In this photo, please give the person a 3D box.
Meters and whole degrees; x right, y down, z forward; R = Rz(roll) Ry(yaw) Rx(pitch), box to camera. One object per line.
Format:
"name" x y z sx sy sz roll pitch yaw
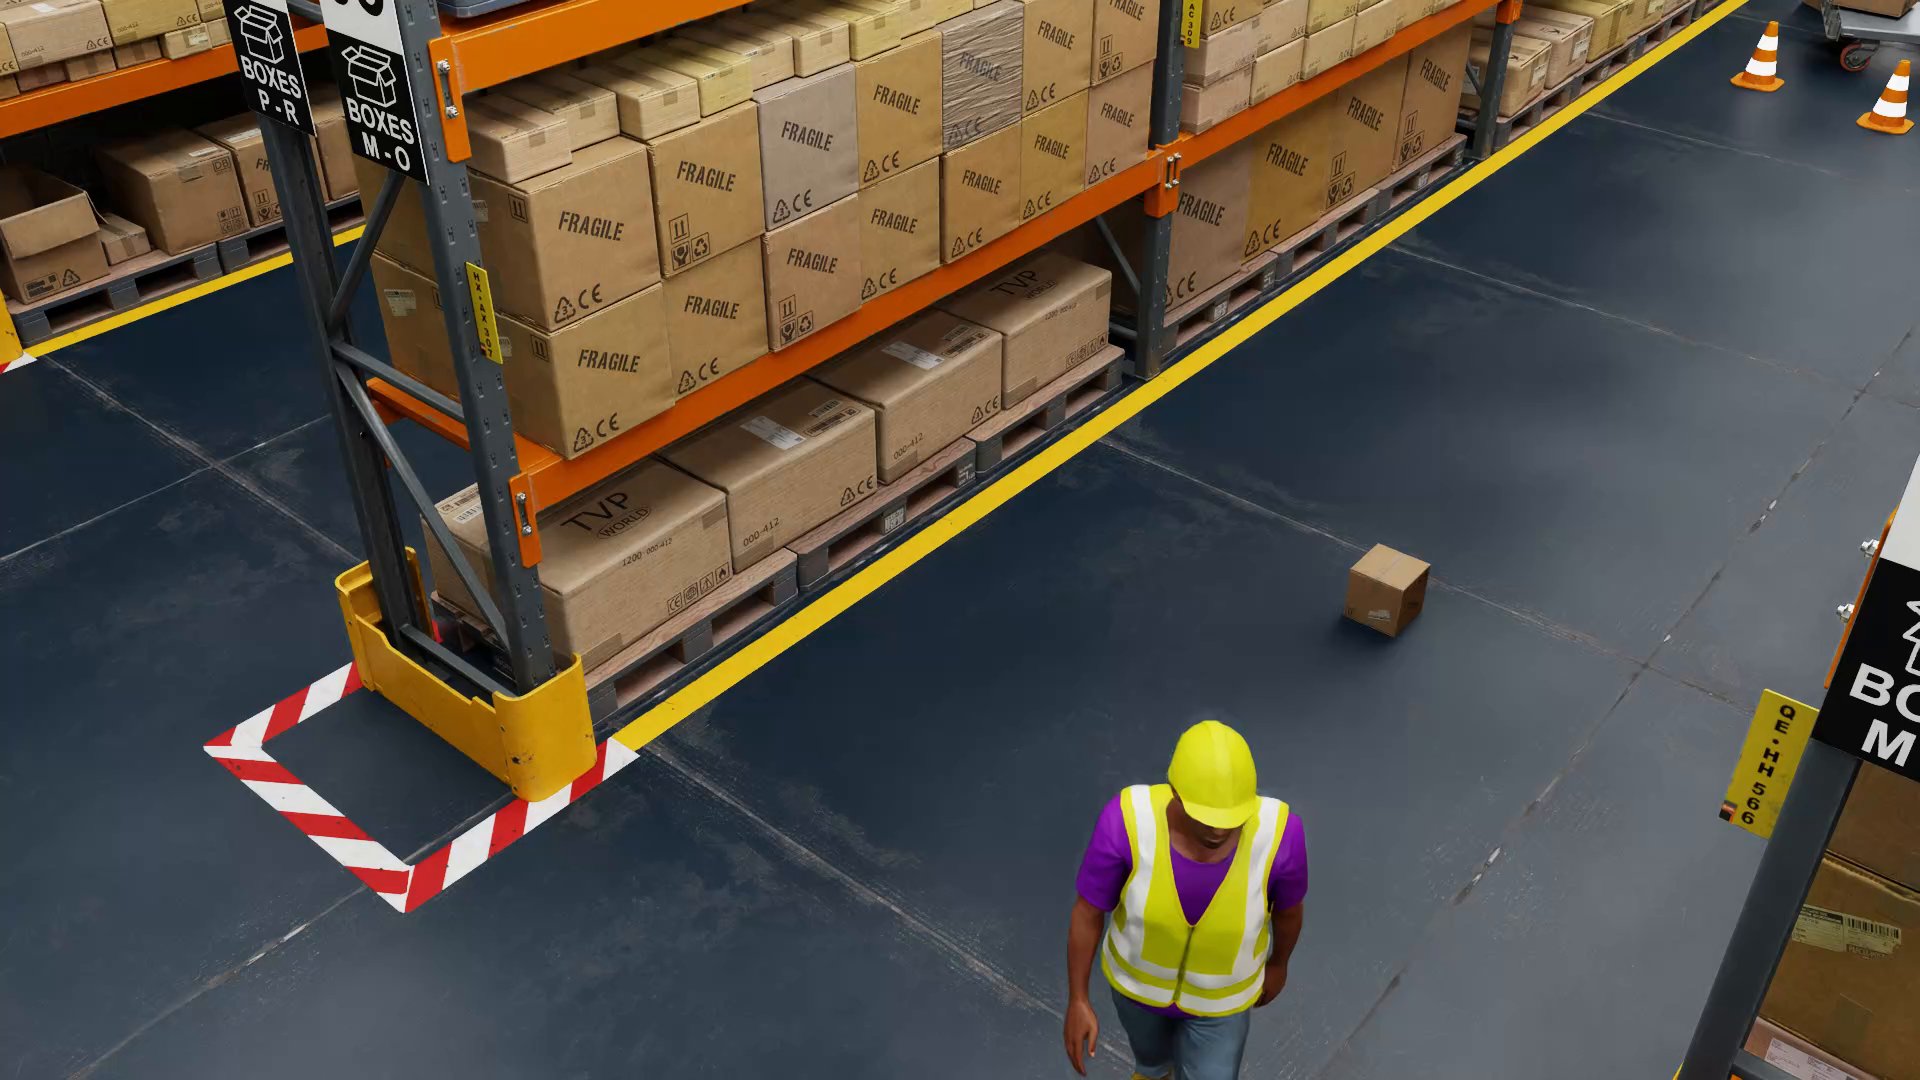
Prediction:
"person" 0.571 1.193 4.373 0.588 1.719 0.958 8 36 11
